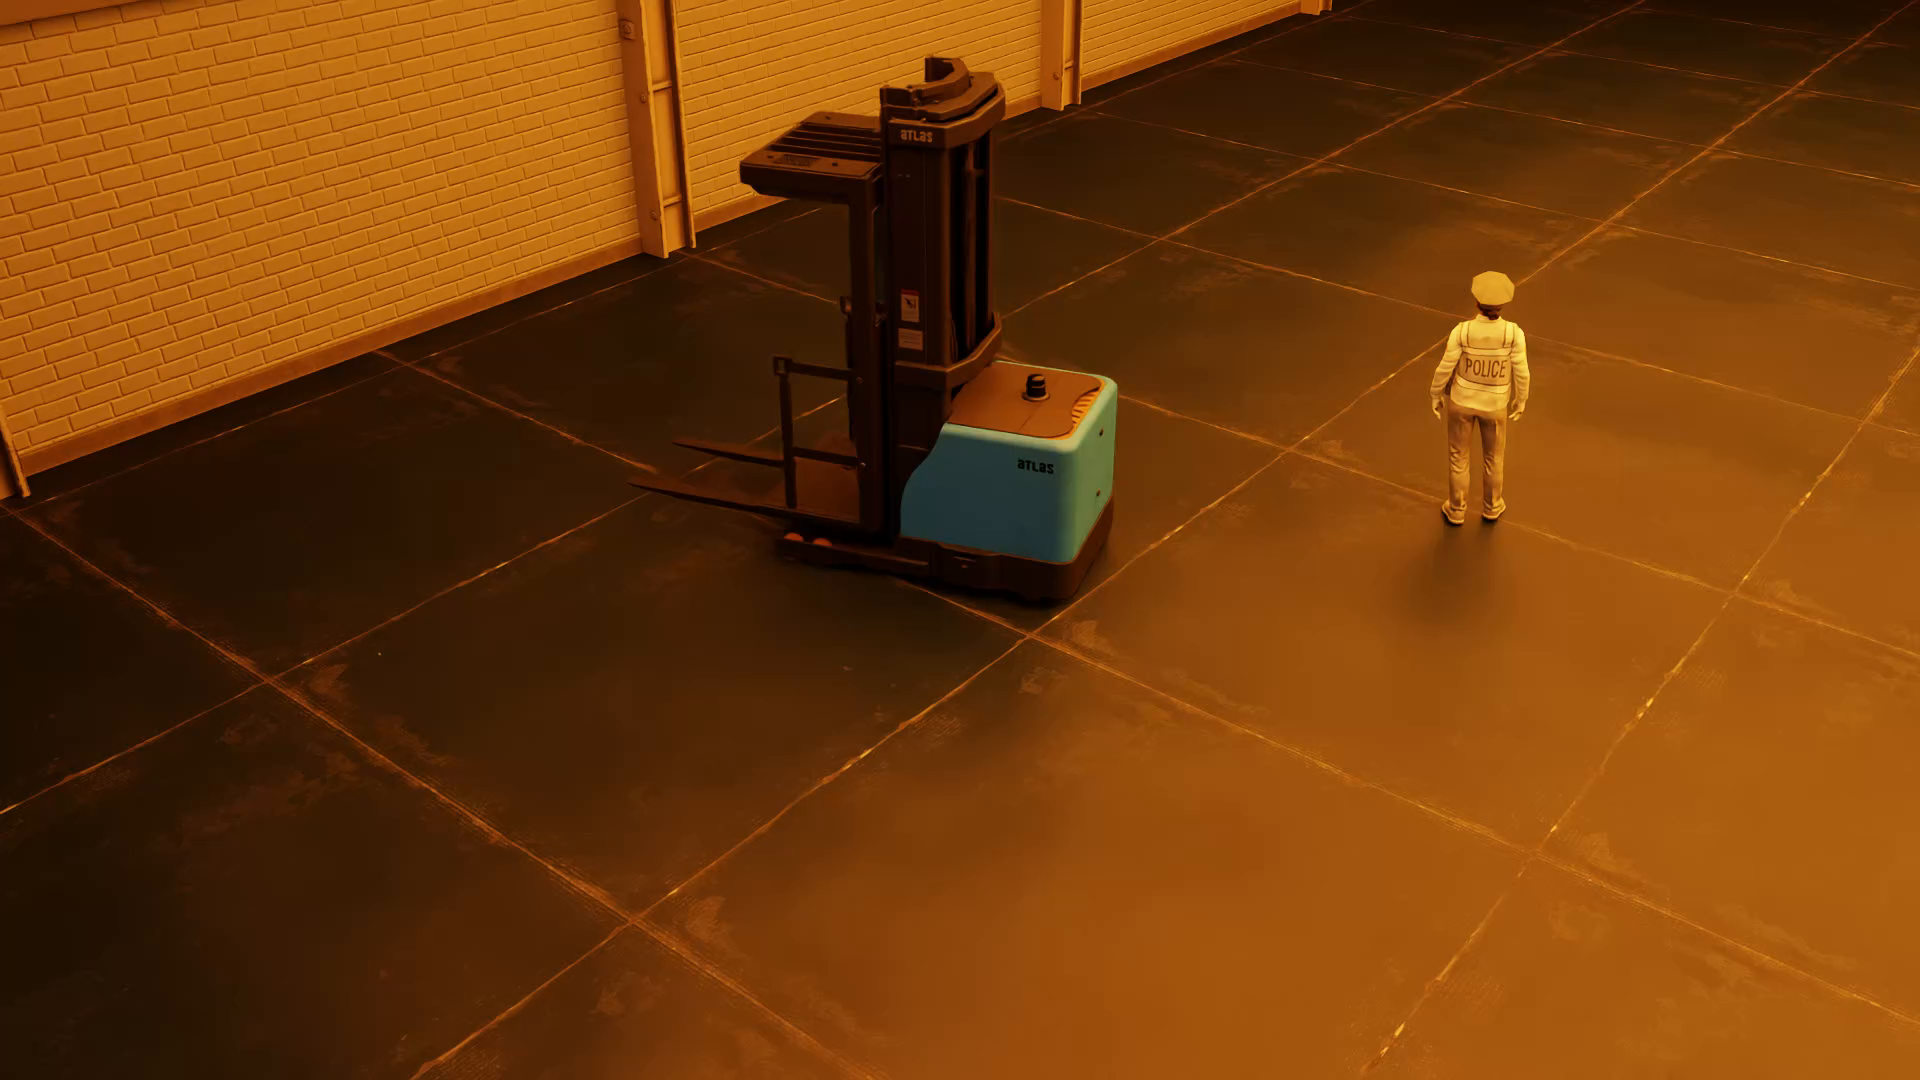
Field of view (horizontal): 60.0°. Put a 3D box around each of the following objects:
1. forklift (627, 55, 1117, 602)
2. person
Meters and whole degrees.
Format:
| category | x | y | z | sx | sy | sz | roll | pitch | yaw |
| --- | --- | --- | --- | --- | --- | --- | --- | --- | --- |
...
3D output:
| category | x | y | z | sx | sy | sz | roll | pitch | yaw |
| --- | --- | --- | --- | --- | --- | --- | --- | --- | --- |
| forklift | -0.609 | -1.347 | 9.900 | 3.031 | 2.935 | 1.130 | 10 | 32 | 17 |
| person | 3.216 | -0.882 | 10.317 | 0.589 | 1.696 | 0.531 | 8 | 31 | 13 |
